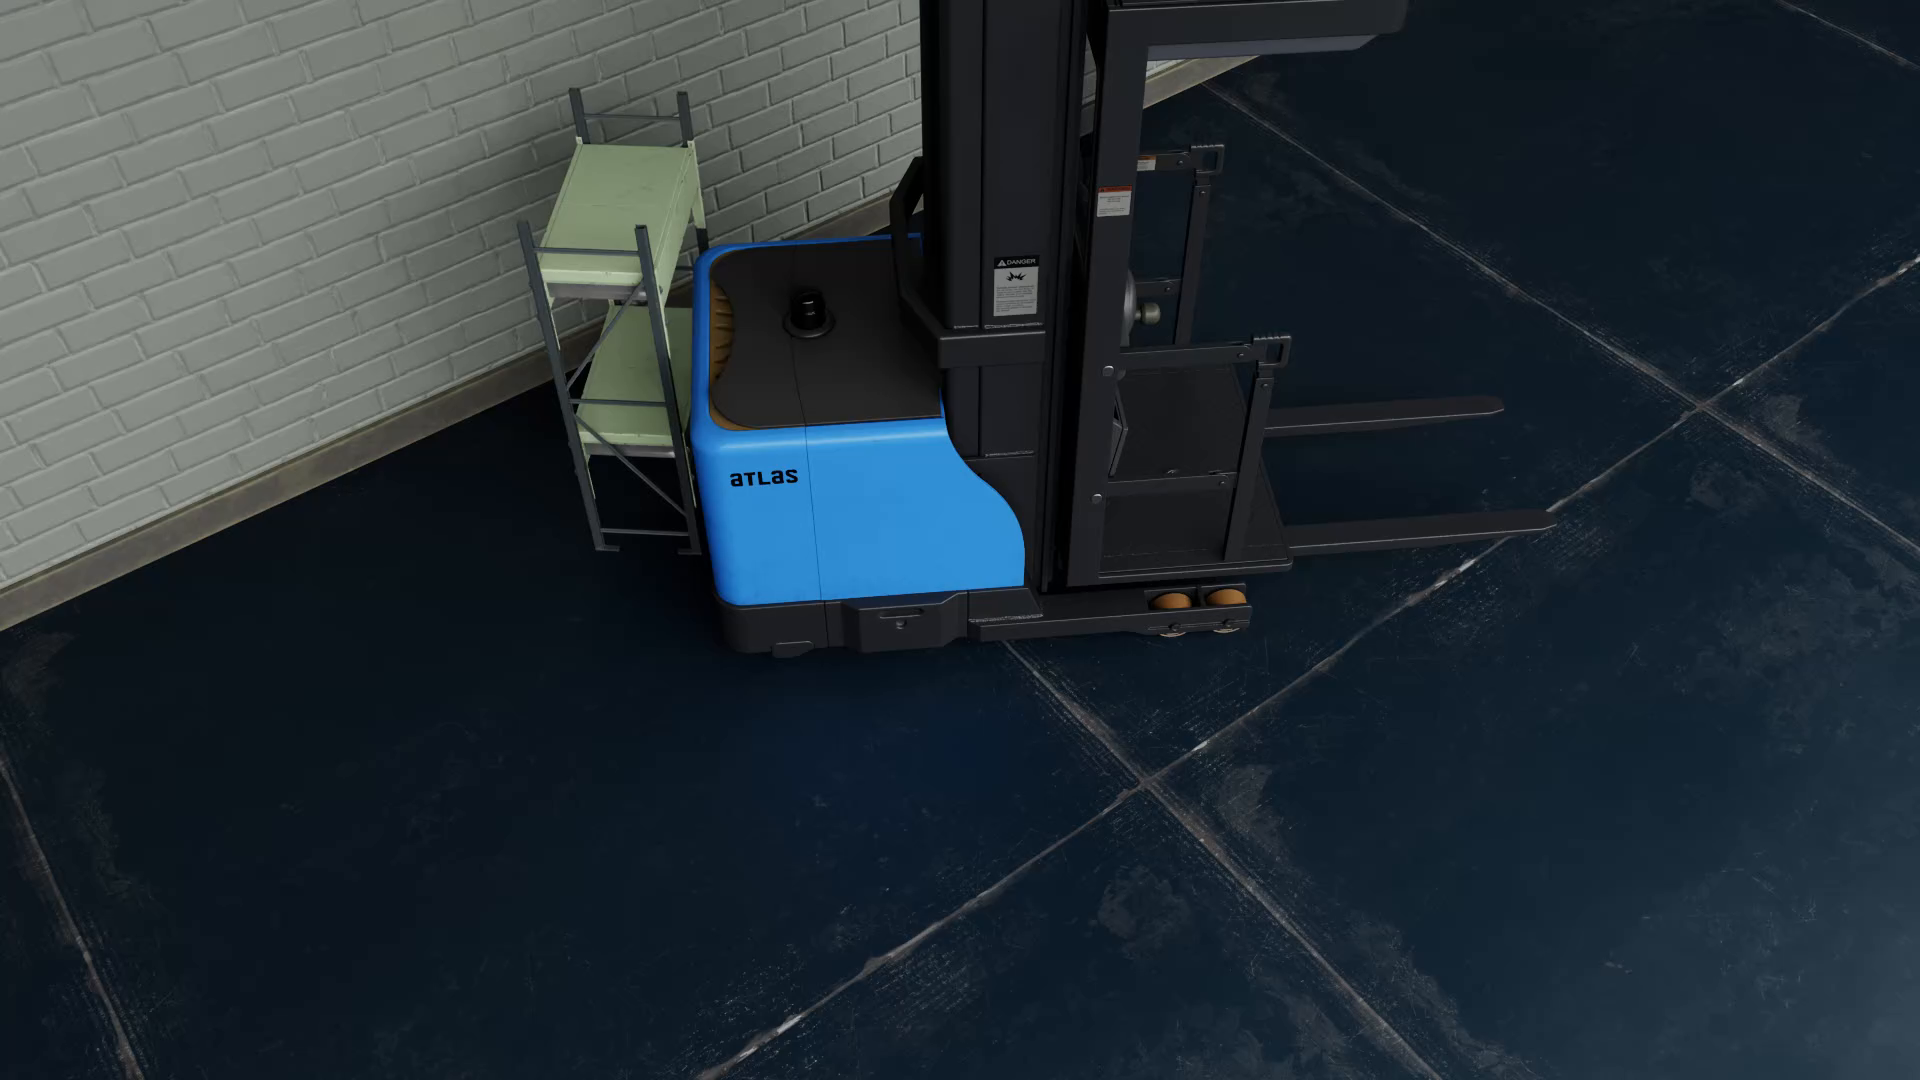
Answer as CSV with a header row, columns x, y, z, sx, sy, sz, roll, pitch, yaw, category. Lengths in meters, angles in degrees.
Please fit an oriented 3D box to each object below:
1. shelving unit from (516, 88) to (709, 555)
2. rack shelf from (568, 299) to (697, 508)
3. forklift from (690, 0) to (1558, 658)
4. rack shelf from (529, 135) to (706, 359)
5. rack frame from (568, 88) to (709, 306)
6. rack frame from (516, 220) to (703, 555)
x,y,z,sx,sy,sz,roll,pitch,yaw,category
-1.140,-0.735,5.904,0.431,1.500,0.755,3,48,2,shelving unit
-1.140,-0.516,6.145,0.431,0.370,0.720,3,48,2,rack shelf
0.620,-1.028,5.204,3.031,2.935,1.130,-4,48,-4,forklift
-1.140,-0.997,5.615,0.431,0.370,0.720,3,48,2,rack shelf
-1.117,-1.005,6.149,0.400,1.500,0.023,3,48,2,rack frame
-1.162,-0.464,5.658,0.400,1.500,0.023,3,48,2,rack frame
